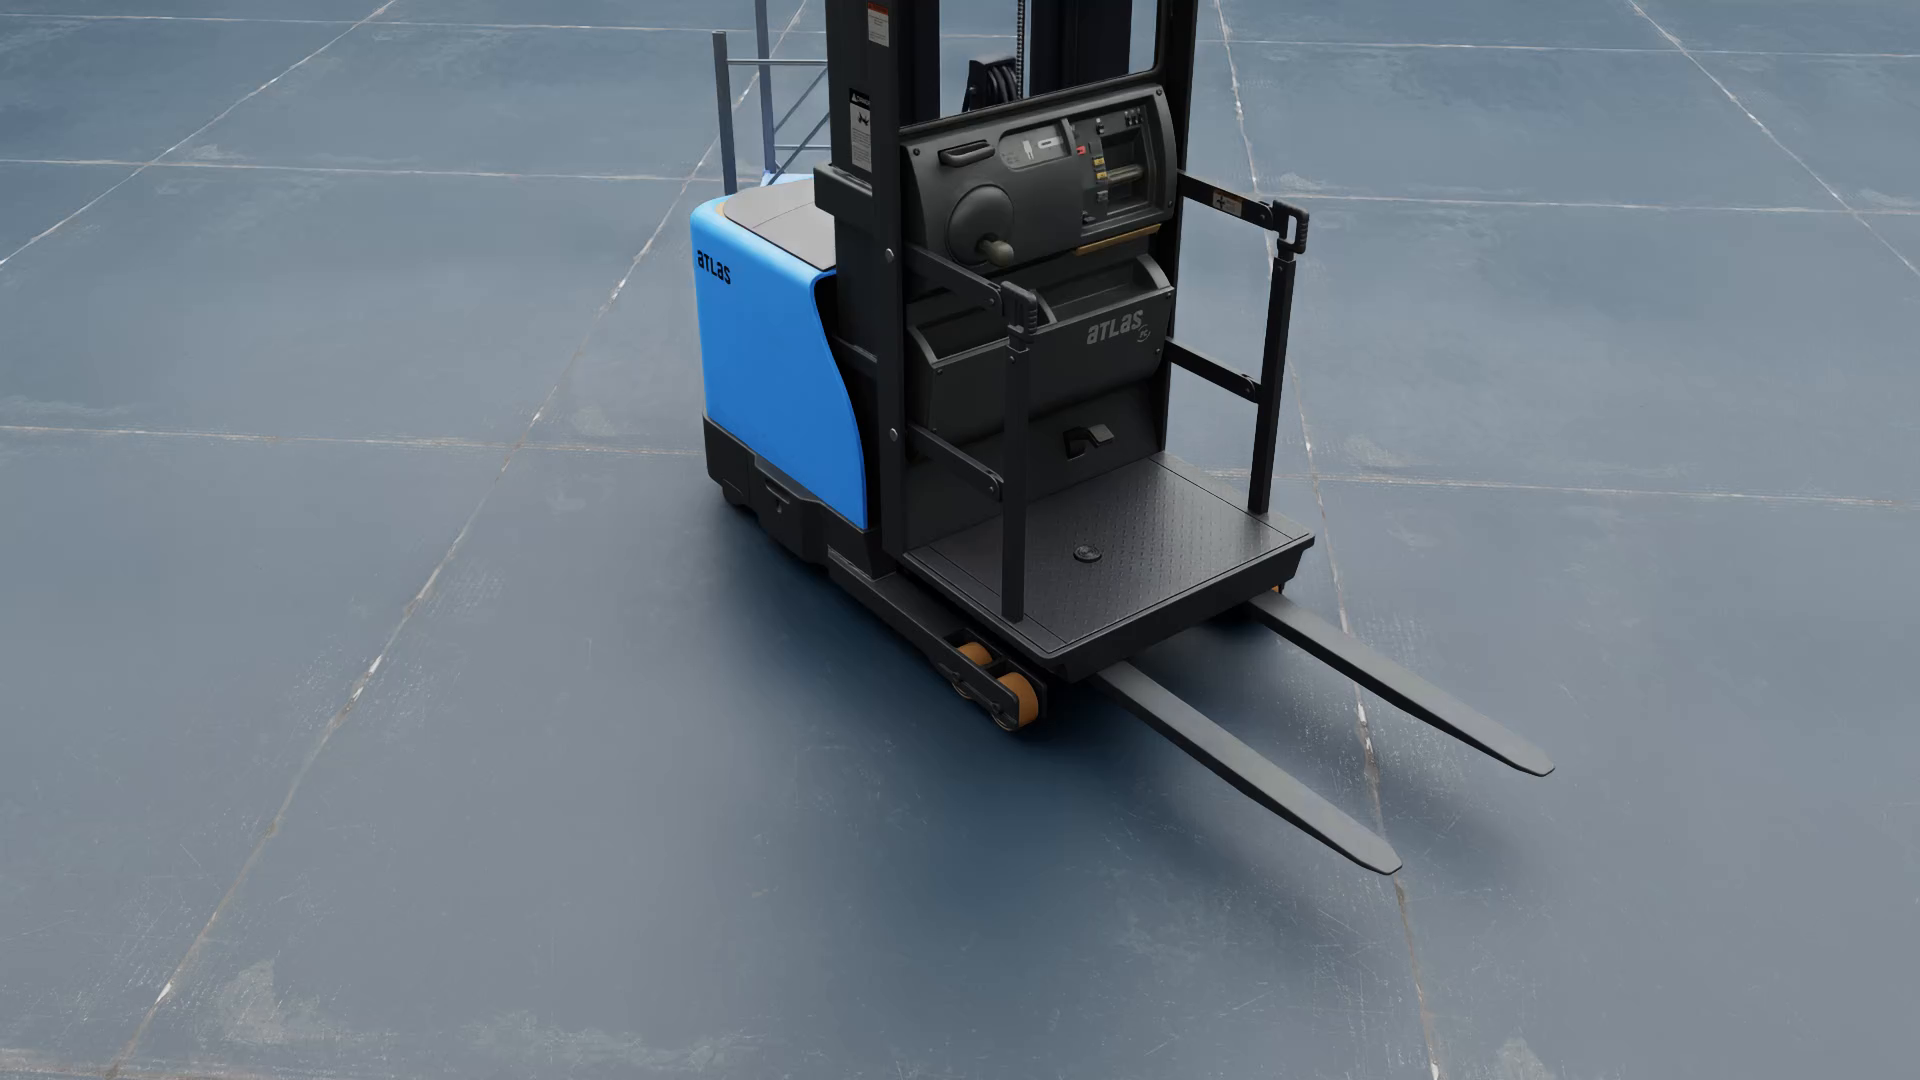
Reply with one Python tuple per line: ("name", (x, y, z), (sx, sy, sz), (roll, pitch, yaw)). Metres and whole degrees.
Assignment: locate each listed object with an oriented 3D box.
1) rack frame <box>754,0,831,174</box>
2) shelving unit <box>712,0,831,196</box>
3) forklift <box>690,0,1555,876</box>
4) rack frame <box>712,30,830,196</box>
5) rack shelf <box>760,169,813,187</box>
("rack frame", (-0.573, -1.645, 6.989), (0.500, 1.500, 0.032), (1, 32, 1))
("shelving unit", (-0.588, -1.378, 6.557), (0.538, 1.500, 1.048), (1, 32, 1))
("forklift", (0.379, -0.987, 4.558), (1.130, 2.935, 3.031), (-22, 38, -31))
("rack frame", (-0.603, -1.111, 6.124), (0.500, 1.500, 0.032), (1, 32, 1))
("rack shelf", (-0.588, -1.225, 6.651), (0.538, 0.185, 1.000), (1, 32, 1))
